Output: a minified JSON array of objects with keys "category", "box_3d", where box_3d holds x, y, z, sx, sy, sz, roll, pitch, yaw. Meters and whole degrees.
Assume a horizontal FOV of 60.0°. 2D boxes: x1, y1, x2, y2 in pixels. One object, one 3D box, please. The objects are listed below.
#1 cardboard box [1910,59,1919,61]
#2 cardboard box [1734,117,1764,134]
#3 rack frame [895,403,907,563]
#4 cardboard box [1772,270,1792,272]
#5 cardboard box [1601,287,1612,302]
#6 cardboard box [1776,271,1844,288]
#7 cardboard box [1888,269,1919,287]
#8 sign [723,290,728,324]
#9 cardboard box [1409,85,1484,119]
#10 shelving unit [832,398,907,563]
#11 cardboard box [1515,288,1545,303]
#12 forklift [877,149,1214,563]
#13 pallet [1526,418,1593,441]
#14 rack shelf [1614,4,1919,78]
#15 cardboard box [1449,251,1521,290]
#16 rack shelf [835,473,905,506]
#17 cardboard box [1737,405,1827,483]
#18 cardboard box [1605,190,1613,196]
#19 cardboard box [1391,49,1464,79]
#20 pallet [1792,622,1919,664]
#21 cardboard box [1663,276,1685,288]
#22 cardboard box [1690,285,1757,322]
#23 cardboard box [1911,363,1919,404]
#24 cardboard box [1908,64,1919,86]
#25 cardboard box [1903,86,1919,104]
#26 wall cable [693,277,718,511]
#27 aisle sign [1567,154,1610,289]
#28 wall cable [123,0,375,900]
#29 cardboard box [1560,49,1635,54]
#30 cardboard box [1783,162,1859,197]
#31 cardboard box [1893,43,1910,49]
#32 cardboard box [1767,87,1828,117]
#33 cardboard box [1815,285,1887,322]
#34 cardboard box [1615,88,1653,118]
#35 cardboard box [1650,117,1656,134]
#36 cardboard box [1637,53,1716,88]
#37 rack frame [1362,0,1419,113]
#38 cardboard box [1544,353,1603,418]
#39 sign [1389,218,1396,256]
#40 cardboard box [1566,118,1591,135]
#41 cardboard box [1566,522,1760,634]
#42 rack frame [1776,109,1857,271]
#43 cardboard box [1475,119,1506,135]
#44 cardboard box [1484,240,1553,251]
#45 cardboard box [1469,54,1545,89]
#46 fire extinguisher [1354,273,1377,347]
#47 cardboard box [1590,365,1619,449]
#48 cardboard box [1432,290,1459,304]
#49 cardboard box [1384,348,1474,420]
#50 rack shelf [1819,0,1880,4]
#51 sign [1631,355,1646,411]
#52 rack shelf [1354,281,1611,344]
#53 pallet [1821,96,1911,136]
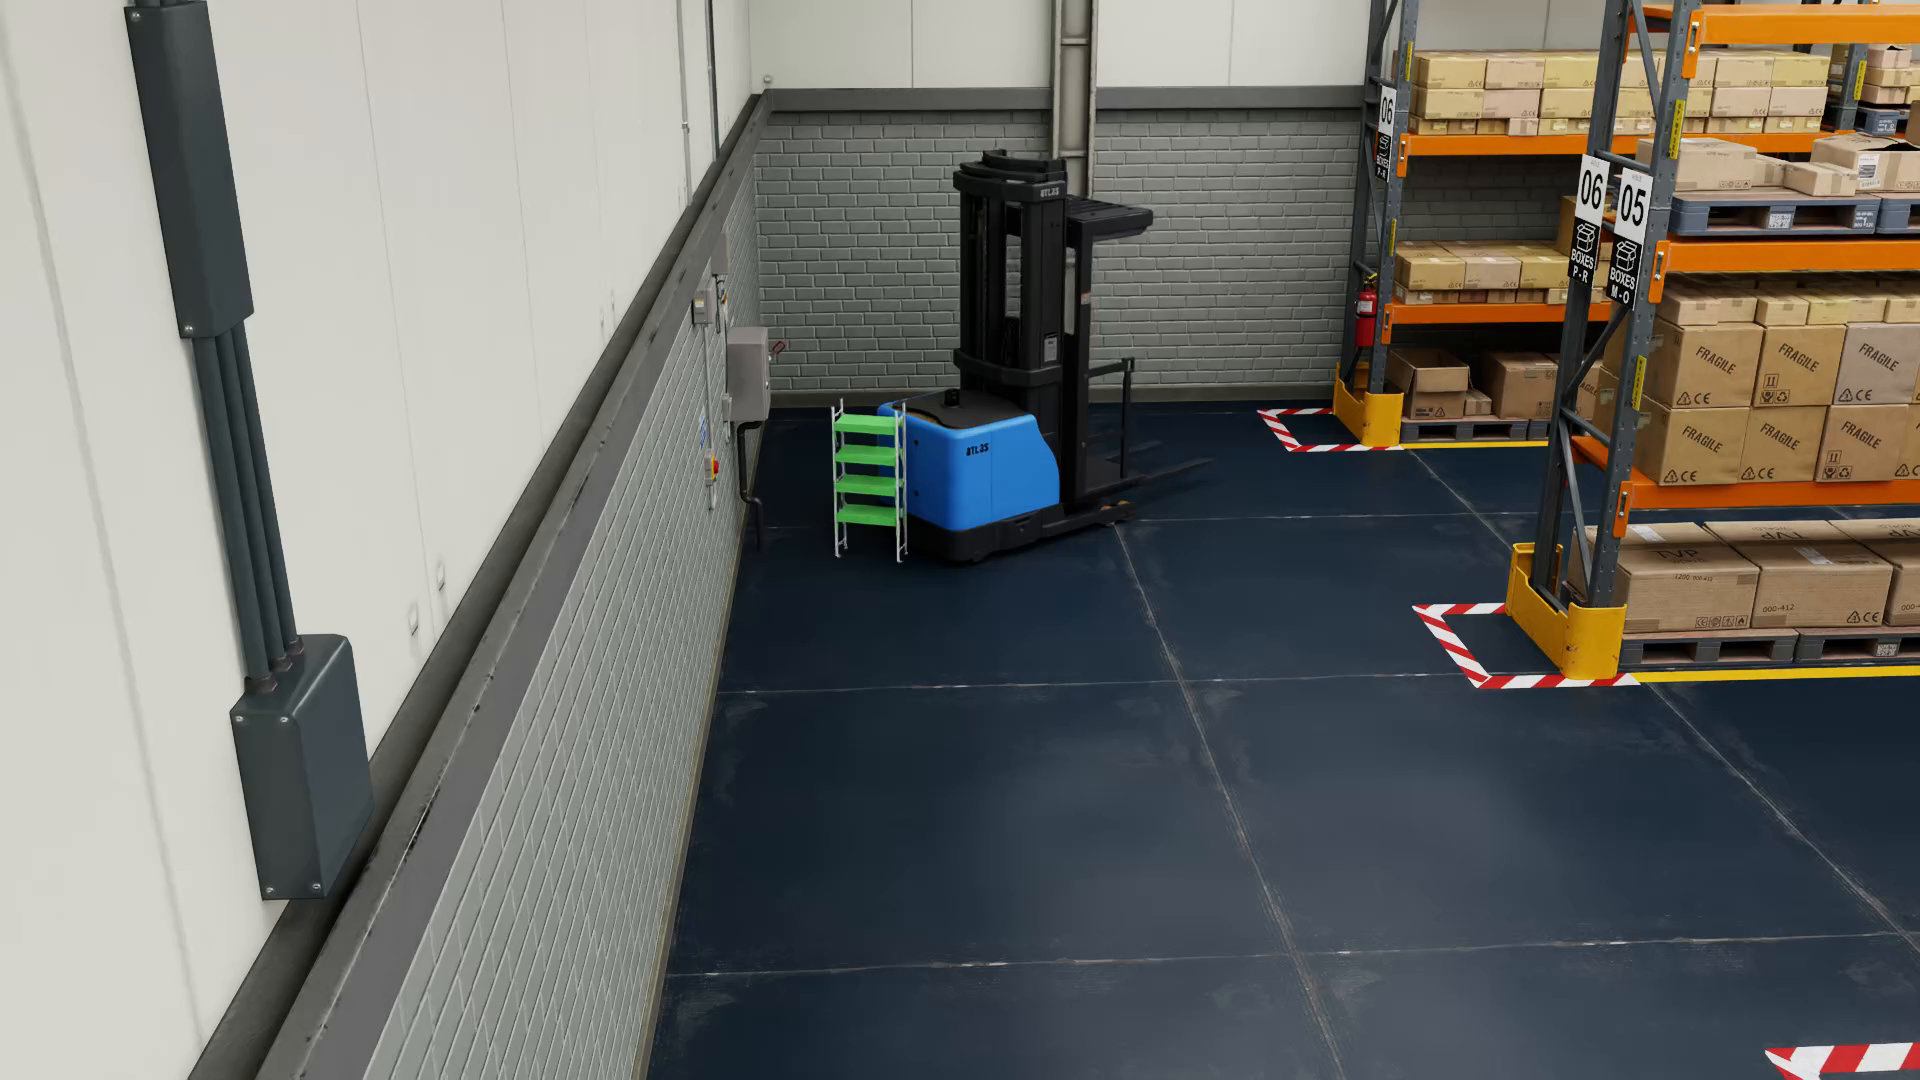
[{"category":"cardboard box","box_3d":[8.850,-4.288,15.157,0.250,0.149,0.380,-1,21,-2]},{"category":"cardboard box","box_3d":[6.936,-3.717,14.805,0.250,0.149,0.380,0,21,-1]},{"category":"rack frame","box_3d":[-0.444,-0.425,12.551,0.015,1.200,0.240,5,21,13]},{"category":"cardboard box","box_3d":[7.297,-2.523,15.324,0.500,0.250,0.500,-1,21,-2]},{"category":"cardboard box","box_3d":[5.946,-2.312,15.332,0.250,0.149,0.380,-1,21,-3]},{"category":"cardboard box","box_3d":[5.456,-1.621,10.707,0.250,0.149,0.380,-1,21,-4]},{"category":"cardboard box","box_3d":[6.227,-1.666,10.825,0.250,0.149,0.380,-1,21,-3]},{"category":"sign","box_3d":[-1.721,-1.695,12.196,0.001,0.242,0.339,-1,21,-3]},{"category":"cardboard box","box_3d":[4.257,-3.852,14.600,0.500,0.250,0.500,-1,21,-4]},{"category":"shelving unit","box_3d":[-0.681,-0.446,12.605,0.503,1.200,0.258,5,21,13]},{"category":"cardboard box","box_3d":[5.174,-2.291,15.277,0.250,0.149,0.380,-1,21,-2]},{"category":"forklift","box_3d":[0.805,-1.609,13.229,3.031,2.935,1.130,-16,26,-36]},{"category":"pallet","box_3d":[5.885,-1.208,15.998,1.213,0.211,1.003,-1,21,-3]},{"category":"rack shelf","box_3d":[6.082,-3.028,9.999,4.000,0.370,1.077,-1,21,-3]},{"category":"cardboard box","box_3d":[4.770,-2.462,15.165,0.500,0.250,0.500,-1,21,-2]},{"category":"rack shelf","box_3d":[-0.681,-0.386,12.628,0.480,0.148,0.258,5,21,13]},{"category":"cardboard box","box_3d":[5.084,-0.681,10.554,0.500,0.500,0.500,-1,21,-4]},{"category":"cardboard box","box_3d":[6.289,-3.034,15.614,0.500,0.500,0.500,-2,21,-5]},{"category":"cardboard box","box_3d":[4.226,-4.282,15.027,0.500,0.250,0.500,-2,21,-5]},{"category":"pallet","box_3d":[6.094,0.529,11.435,1.213,0.211,1.003,-1,21,-3]},{"category":"cardboard box","box_3d":[4.432,-1.602,10.656,0.250,0.149,0.380,-1,21,-2]},{"category":"cardboard box","box_3d":[4.713,-1.463,10.291,0.250,0.149,0.380,-1,21,-2]},{"category":"cardboard box","box_3d":[6.107,-1.166,10.421,0.500,0.500,0.500,-1,21,-3]},{"category":"cardboard box","box_3d":[8.377,-4.098,14.658,0.250,0.149,0.380,-1,21,-2]},{"category":"cardboard box","box_3d":[8.373,-3.936,14.650,0.250,0.149,0.380,-1,21,-2]},{"category":"wall cable","box_3d":[-1.543,-1.073,10.252,0.123,1.953,0.585,-1,21,-3]},{"category":"aisle sign","box_3d":[3.995,-2.030,10.584,0.004,0.787,0.394,-1,21,-3]},{"category":"wall cable","box_3d":[-1.191,-2.603,2.789,0.120,5.999,2.277,-1,21,-3]},{"category":"cardboard box","box_3d":[5.760,-4.307,15.093,0.500,0.250,0.500,-1,21,-3]},{"category":"cardboard box","box_3d":[5.184,-2.174,10.023,0.250,0.149,0.380,0,21,-1]},{"category":"cardboard box","box_3d":[8.355,-4.459,15.022,0.258,0.266,0.396,-1,21,-3]},{"category":"cardboard box","box_3d":[7.324,-3.923,14.786,0.500,0.250,0.500,-1,21,-3]},{"category":"cardboard box","box_3d":[5.500,-1.463,10.292,0.250,0.149,0.380,-1,21,-3]},{"category":"cardboard box","box_3d":[5.790,-3.895,14.712,0.500,0.250,0.500,-1,21,-4]},{"category":"cardboard box","box_3d":[6.171,-3.711,14.790,0.250,0.149,0.380,-1,21,-3]},{"category":"cardboard box","box_3d":[6.289,-4.139,14.650,0.500,0.250,0.500,-1,21,-2]},{"category":"rack frame","box_3d":[3.798,-5.273,14.324,0.127,3.000,1.000,-1,21,-3]},{"category":"cardboard box","box_3d":[5.803,-1.455,15.650,0.500,0.500,0.500,-1,21,-2]},{"category":"sign","box_3d":[3.829,-2.681,14.731,0.005,0.325,0.100,-1,21,-3]},{"category":"cardboard box","box_3d":[5.406,-3.695,14.748,0.250,0.149,0.380,-1,21,-4]},{"category":"cardboard box","box_3d":[4.738,0.246,11.270,0.875,0.438,0.875,-2,21,-5]},{"category":"rack frame","box_3d":[7.791,-2.551,15.605,0.127,3.000,1.000,-1,21,-3]},{"category":"cardboard box","box_3d":[4.647,-3.692,14.739,0.250,0.149,0.380,-1,21,-3]},{"category":"cardboard box","box_3d":[5.252,-2.661,15.686,0.500,0.250,0.500,-1,21,-1]},{"category":"cardboard box","box_3d":[4.764,-4.097,14.542,0.500,0.250,0.500,-1,21,-3]},{"category":"fire extinguisher","box_3d":[3.677,-2.092,15.033,0.183,0.674,0.296,-1,21,-3]},{"category":"cardboard box","box_3d":[4.551,-0.857,11.016,0.500,0.500,0.500,-1,21,-3]},{"category":"cardboard box","box_3d":[4.393,-2.283,15.255,0.250,0.149,0.380,-1,21,-2]},{"category":"cardboard box","box_3d":[4.414,-1.478,15.705,0.637,0.503,0.797,-2,21,-5]},{"category":"rack shelf","box_3d":[9.788,-4.872,14.844,4.000,0.370,1.077,-1,21,-3]},{"category":"sign","box_3d":[4.111,-0.951,10.074,0.005,0.325,0.100,-1,21,-3]},{"category":"rack shelf","box_3d":[5.795,-2.174,15.626,4.000,0.370,1.077,-1,21,-3]},{"category":"pallet","box_3d":[8.446,-3.853,15.074,1.003,0.211,1.213,-1,21,-3]}]
